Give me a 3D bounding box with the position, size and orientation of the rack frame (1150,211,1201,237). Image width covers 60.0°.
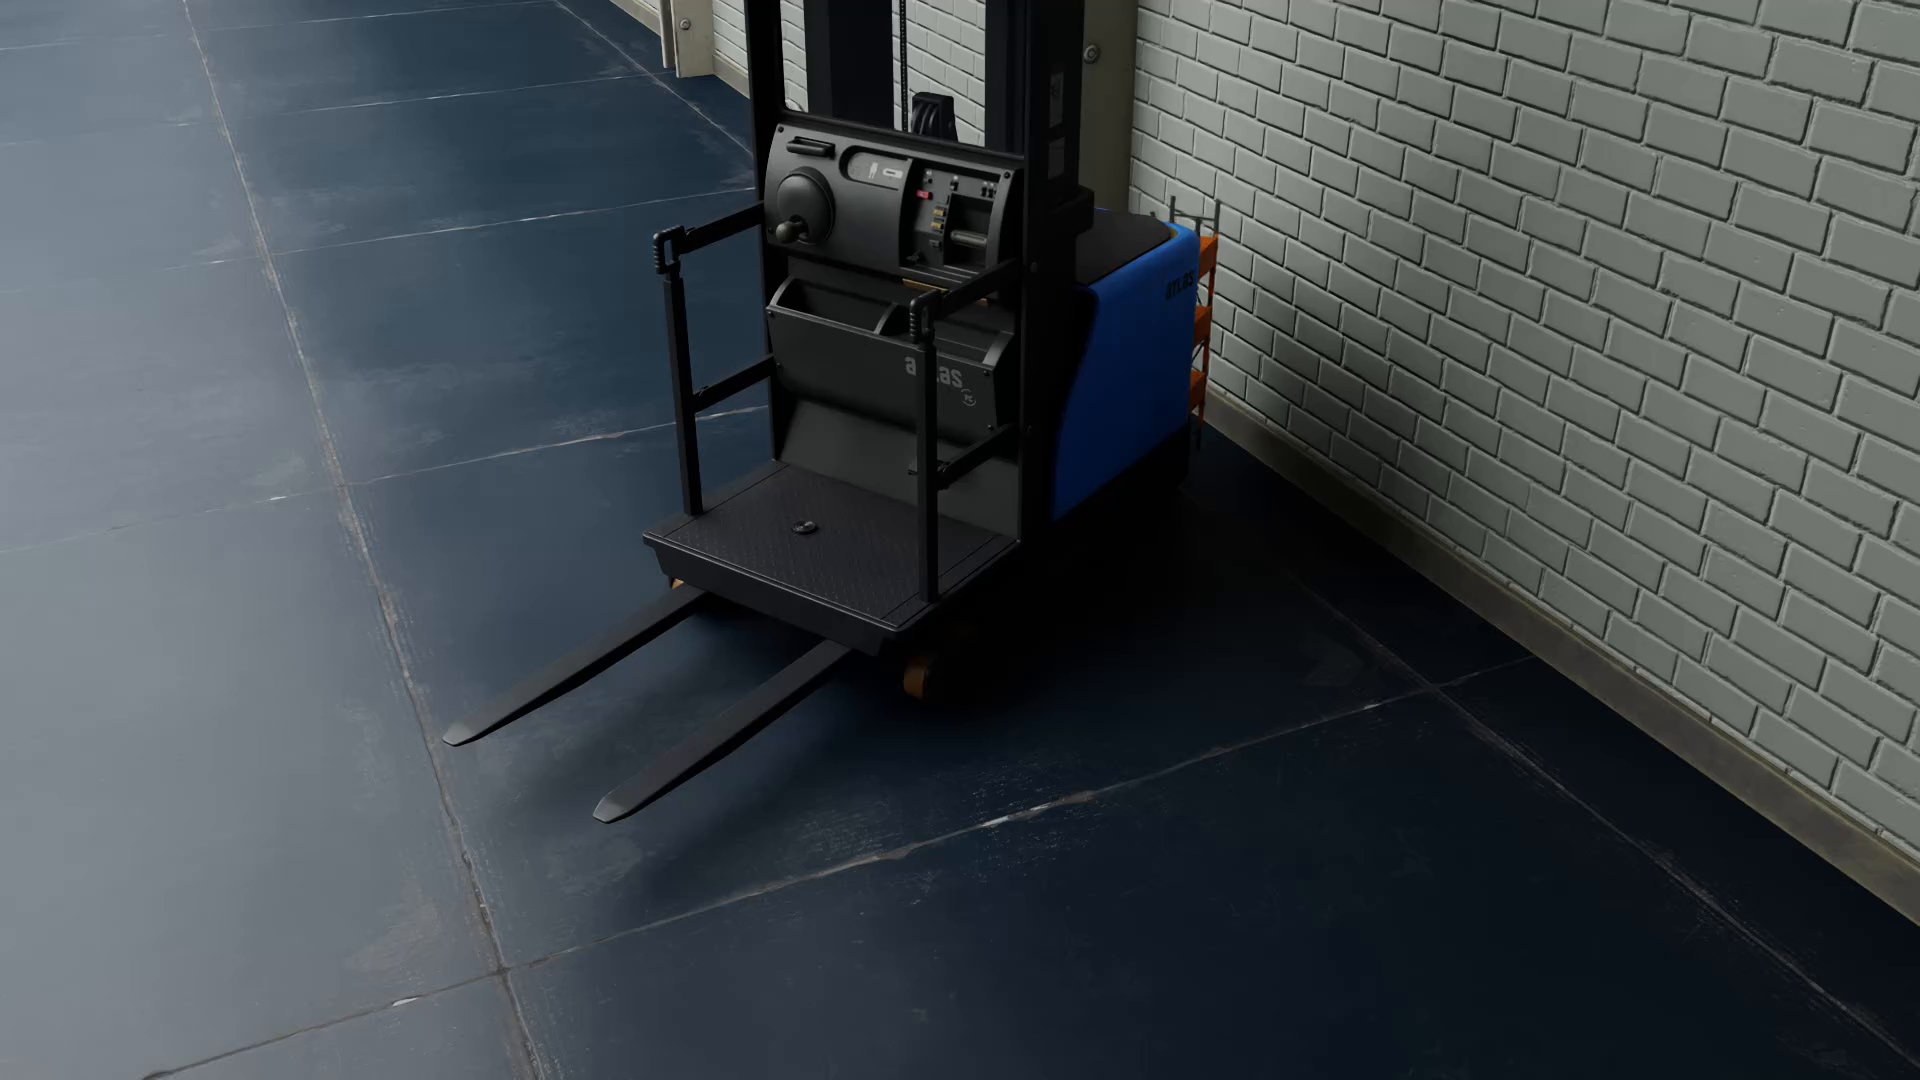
[{"bbox_3d":[0.807,-0.759,6.511,0.200,1.050,0.008,13,30,22],"label":"rack frame"}]

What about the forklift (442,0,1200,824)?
[{"bbox_3d":[-0.354,-1.028,5.087,1.130,2.935,3.031,19,34,30],"label":"forklift"}]

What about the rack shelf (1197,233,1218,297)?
[{"bbox_3d":[0.861,-1.051,6.483,0.215,0.259,0.240,13,30,22],"label":"rack shelf"}]

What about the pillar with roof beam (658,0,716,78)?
[{"bbox_3d":[-5.930,-6.585,8.793,9.100,9.000,0.400,-13,32,-22],"label":"pillar with roof beam"}]

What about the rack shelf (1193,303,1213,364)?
[{"bbox_3d":[0.859,-0.799,6.614,0.215,0.259,0.240,13,30,22],"label":"rack shelf"}]

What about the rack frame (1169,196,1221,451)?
[{"bbox_3d":[0.911,-0.859,6.707,0.200,1.050,0.008,13,30,22],"label":"rack frame"}]

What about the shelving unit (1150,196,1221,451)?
[{"bbox_3d":[0.859,-0.809,6.609,0.215,1.050,0.252,13,30,22],"label":"shelving unit"}]

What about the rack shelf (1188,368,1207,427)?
[{"bbox_3d":[0.856,-0.552,6.741,0.215,0.259,0.240,13,30,22],"label":"rack shelf"}]

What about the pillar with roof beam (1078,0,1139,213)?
[{"bbox_3d":[-3.354,-3.935,4.067,9.100,9.000,0.400,-13,32,-22],"label":"pillar with roof beam"}]
